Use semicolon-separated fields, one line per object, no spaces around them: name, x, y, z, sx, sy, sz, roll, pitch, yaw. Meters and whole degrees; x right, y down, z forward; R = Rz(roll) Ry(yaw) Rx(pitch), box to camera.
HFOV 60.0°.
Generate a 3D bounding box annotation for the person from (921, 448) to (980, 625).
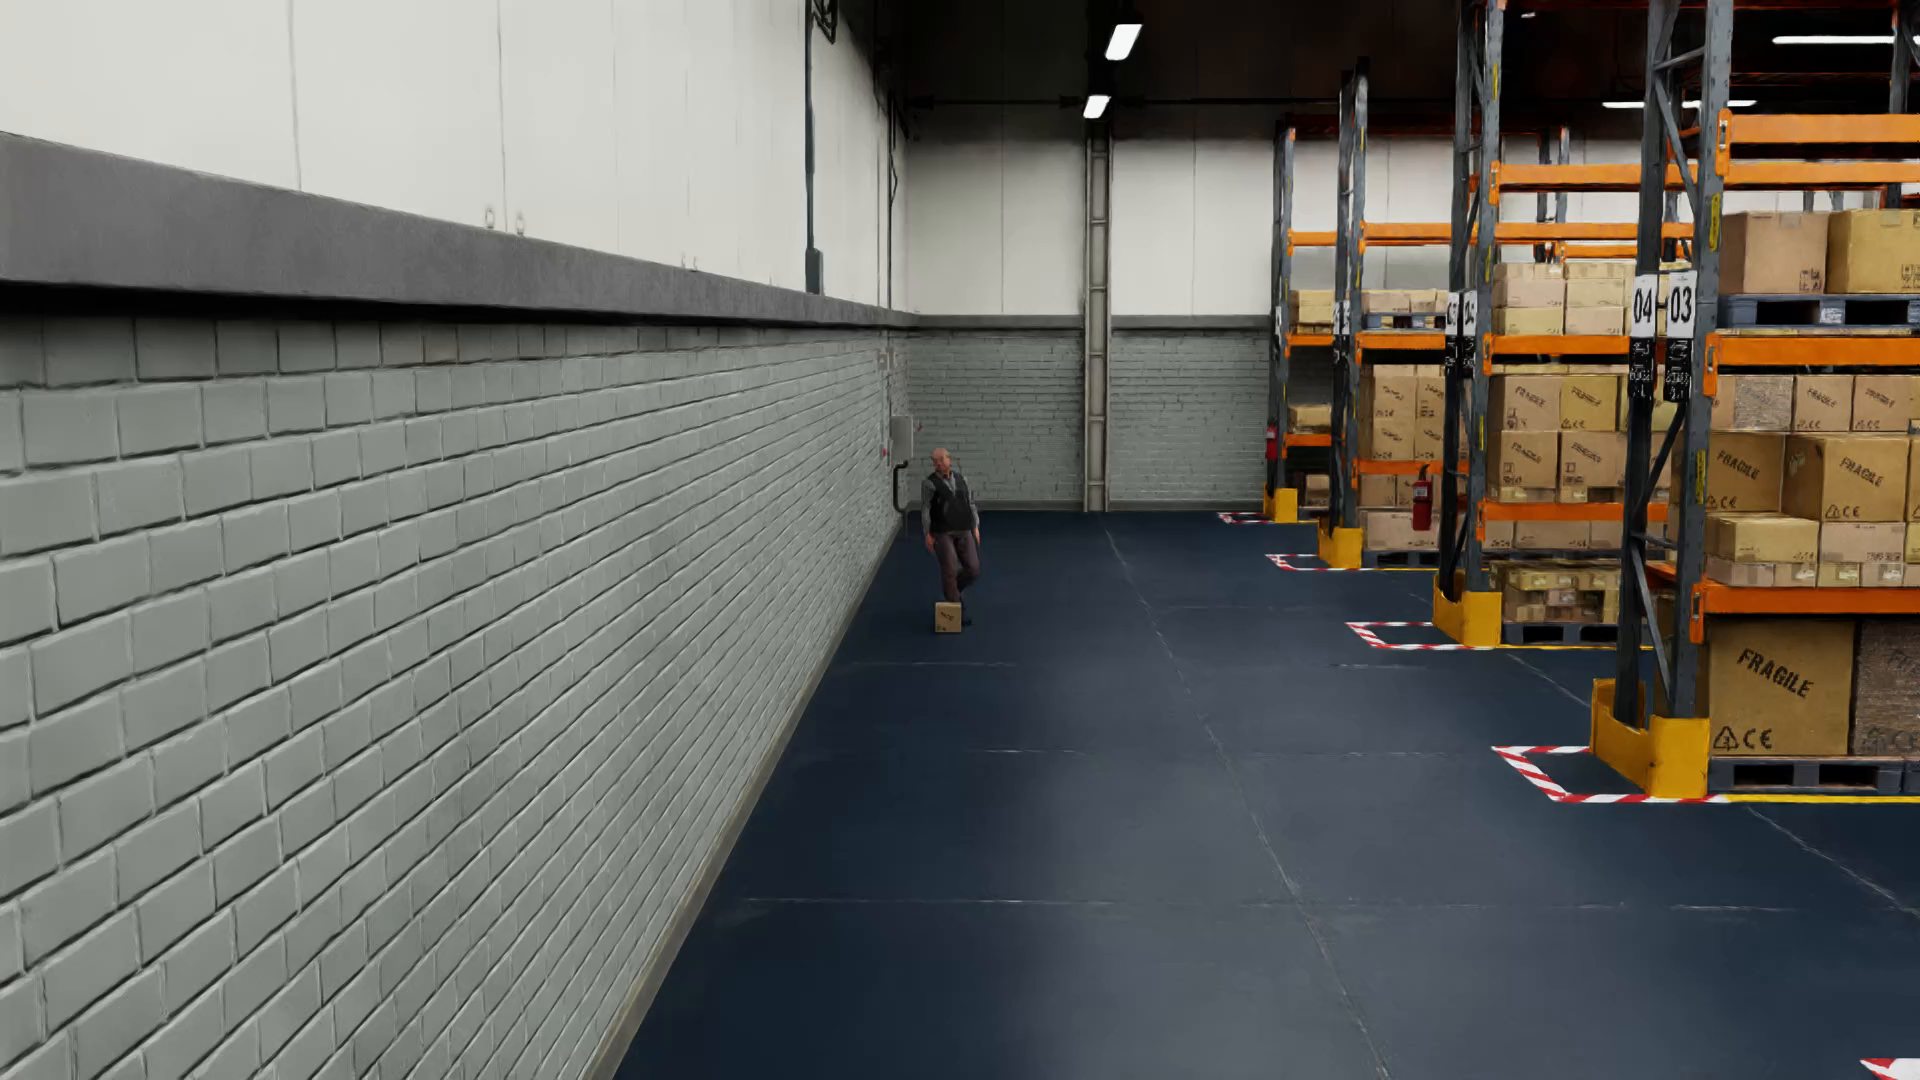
person;-0.076;-0.049;16.298;0.580;1.703;0.677;-4;8;-26
